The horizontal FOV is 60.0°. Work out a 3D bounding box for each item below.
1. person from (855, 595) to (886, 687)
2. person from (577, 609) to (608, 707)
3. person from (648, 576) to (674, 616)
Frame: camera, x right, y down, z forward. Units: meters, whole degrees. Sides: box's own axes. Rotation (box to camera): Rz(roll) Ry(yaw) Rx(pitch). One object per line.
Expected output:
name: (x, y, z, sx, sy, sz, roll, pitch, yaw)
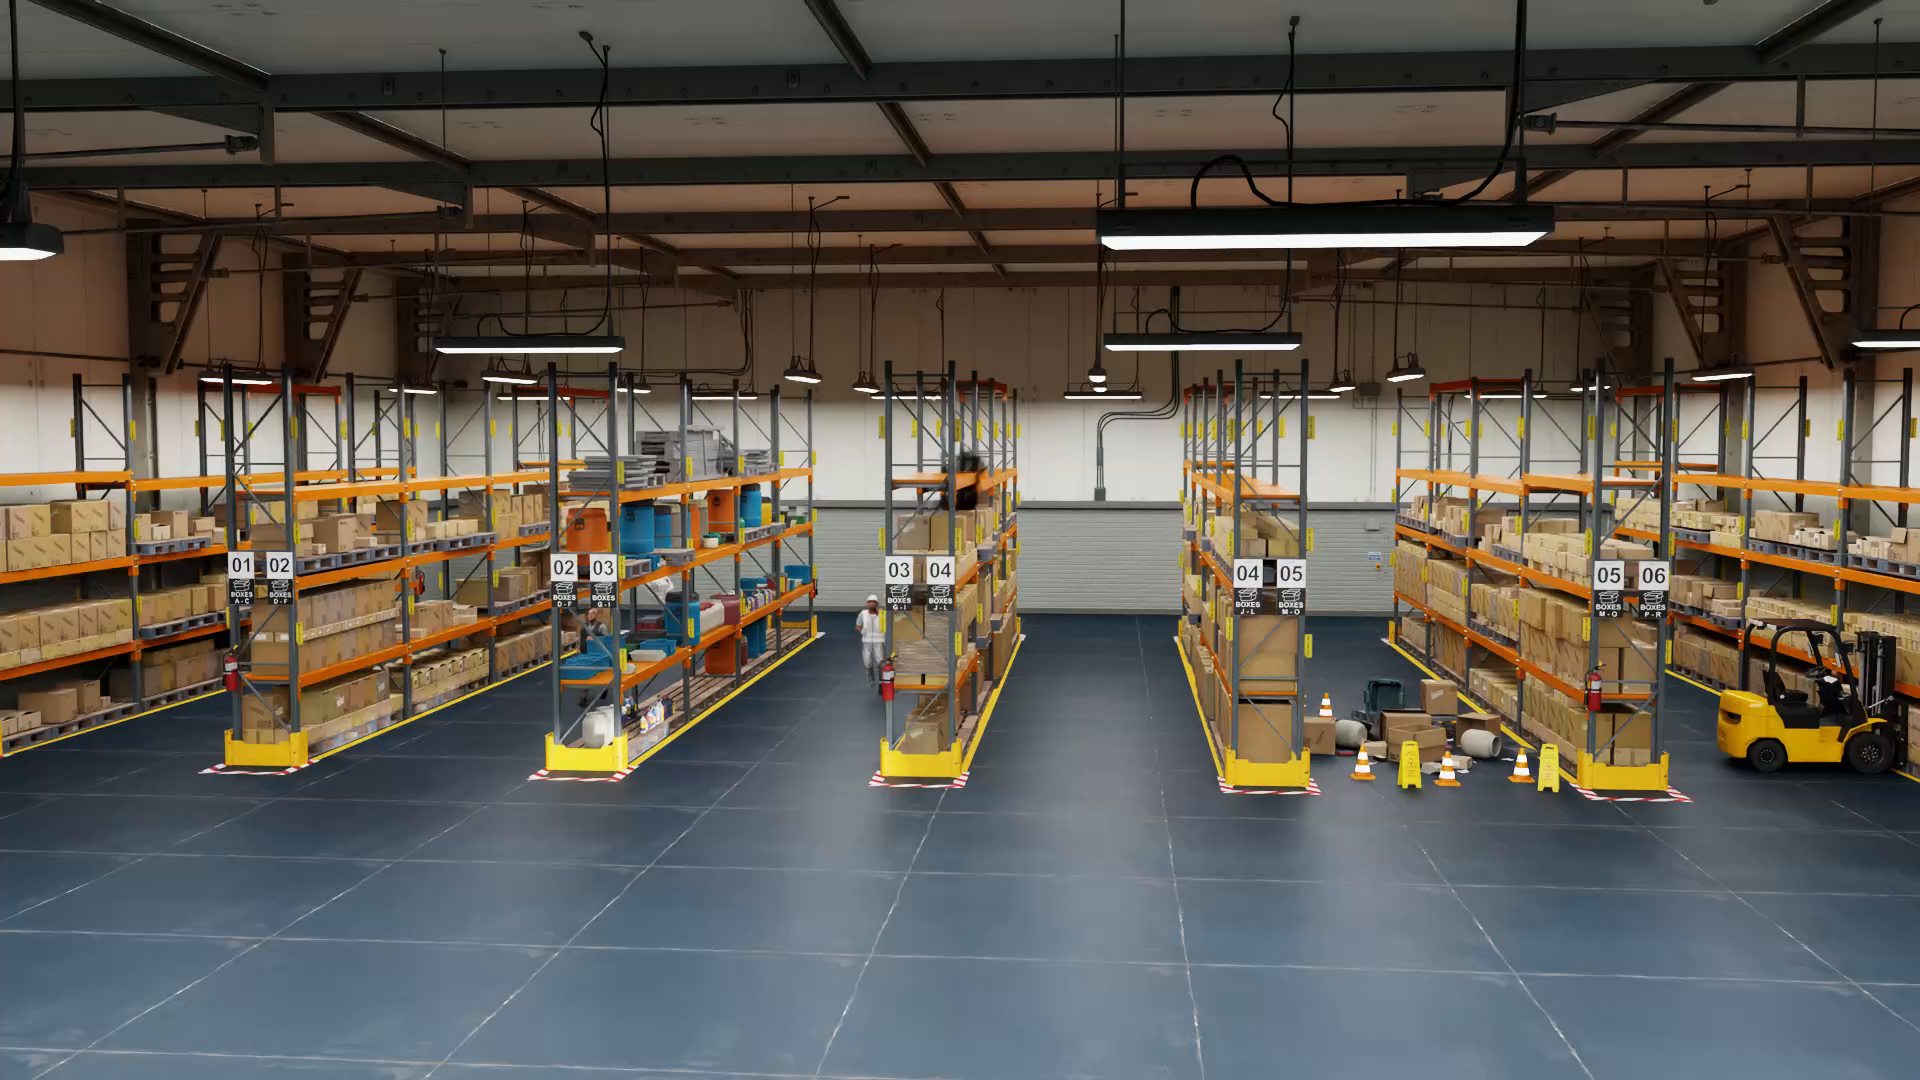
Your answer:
person: (-1.586, 1.919, 30.495, 0.697, 1.820, 0.673, 0, 4, 5)
person: (-6.708, 2.118, 30.361, 0.645, 1.734, 0.894, 0, 4, 7)
person: (-7.351, 1.458, 41.182, 0.649, 1.661, 0.851, -3, 5, -38)
